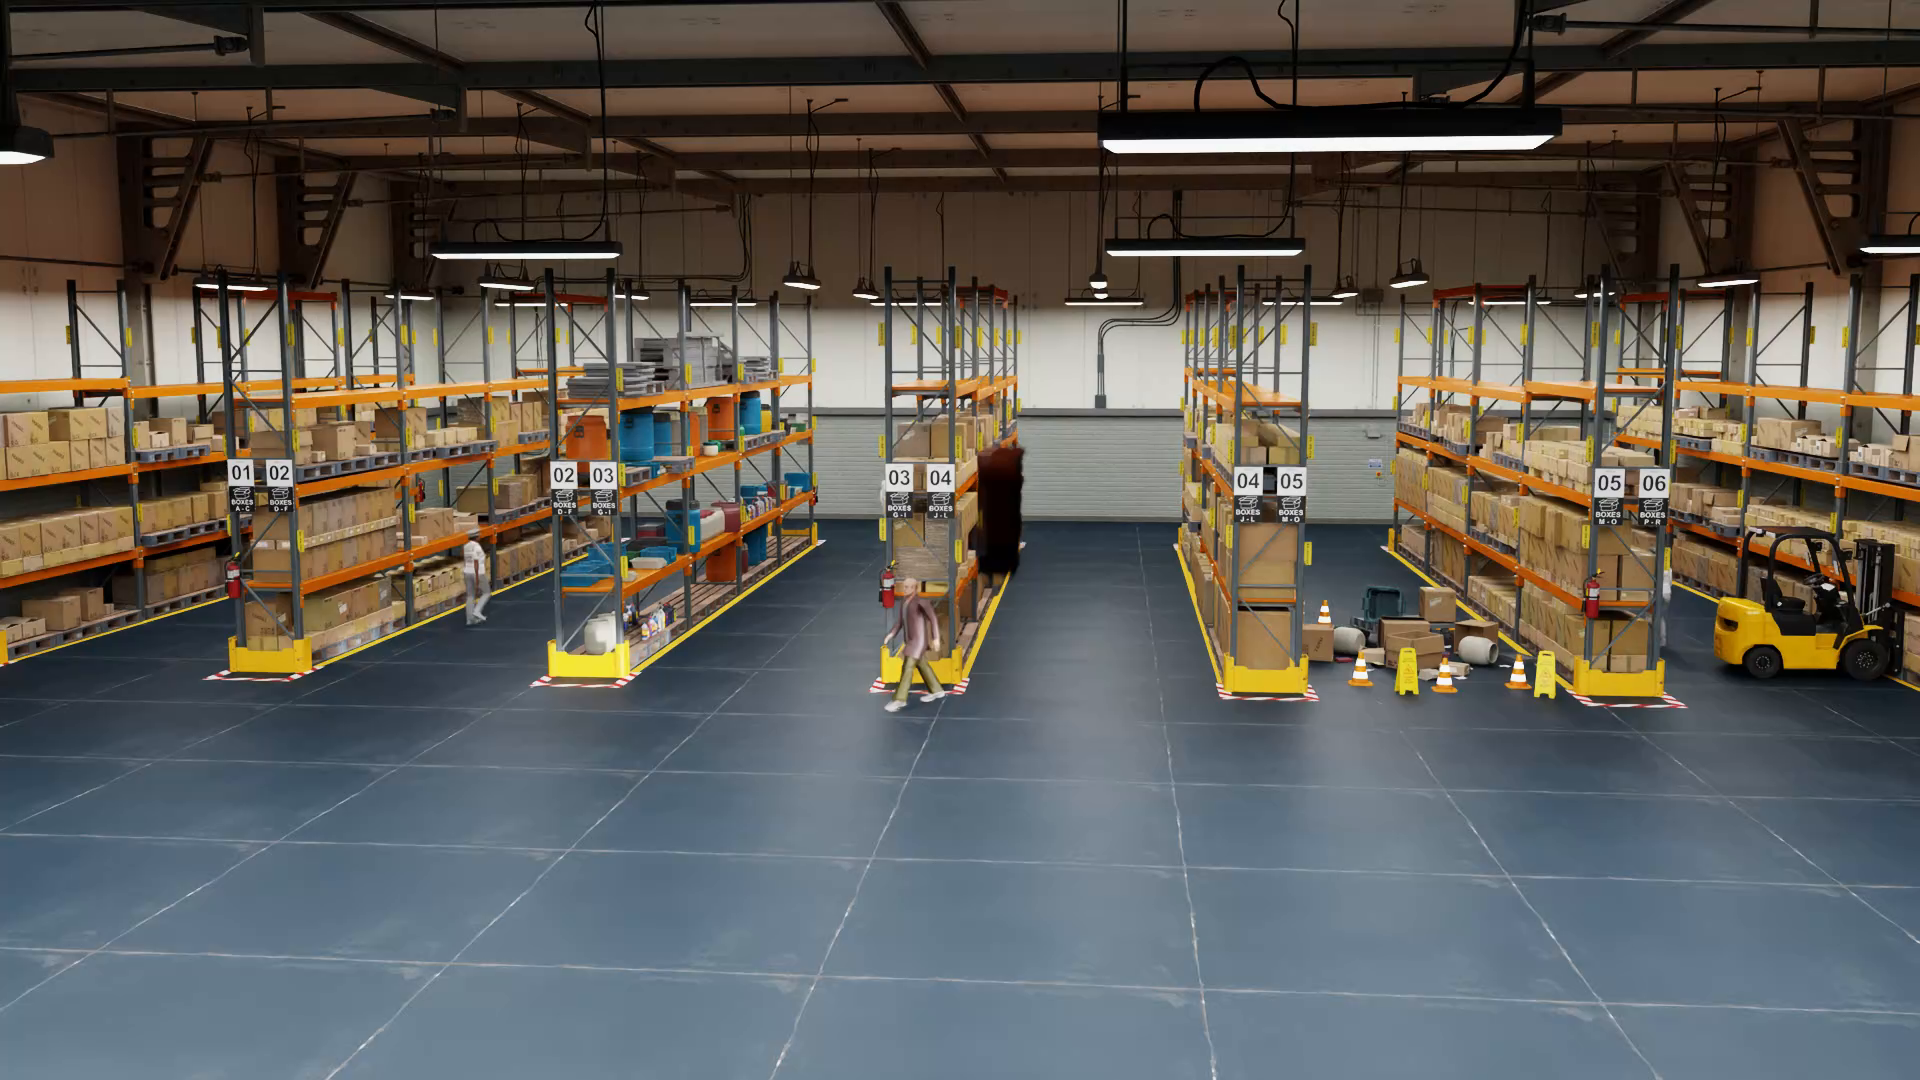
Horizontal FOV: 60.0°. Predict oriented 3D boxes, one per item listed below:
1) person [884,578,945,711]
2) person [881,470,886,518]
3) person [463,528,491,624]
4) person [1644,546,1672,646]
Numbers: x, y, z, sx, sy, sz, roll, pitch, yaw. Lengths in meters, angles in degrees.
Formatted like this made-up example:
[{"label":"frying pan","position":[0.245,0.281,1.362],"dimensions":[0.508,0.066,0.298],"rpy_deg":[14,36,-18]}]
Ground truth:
[{"label":"person","position":[-0.640,1.431,22.651],"dimensions":[1.020,1.640,0.695],"rpy_deg":[-3,8,-25]},{"label":"person","position":[-1.793,-1.018,42.802],"dimensions":[0.492,1.627,0.818],"rpy_deg":[0,7,3]},{"label":"person","position":[-8.505,0.631,29.159],"dimensions":[0.498,1.665,0.458],"rpy_deg":[3,7,20]},{"label":"person","position":[11.408,0.926,27.122],"dimensions":[0.534,1.604,0.710],"rpy_deg":[-1,7,-5]}]
